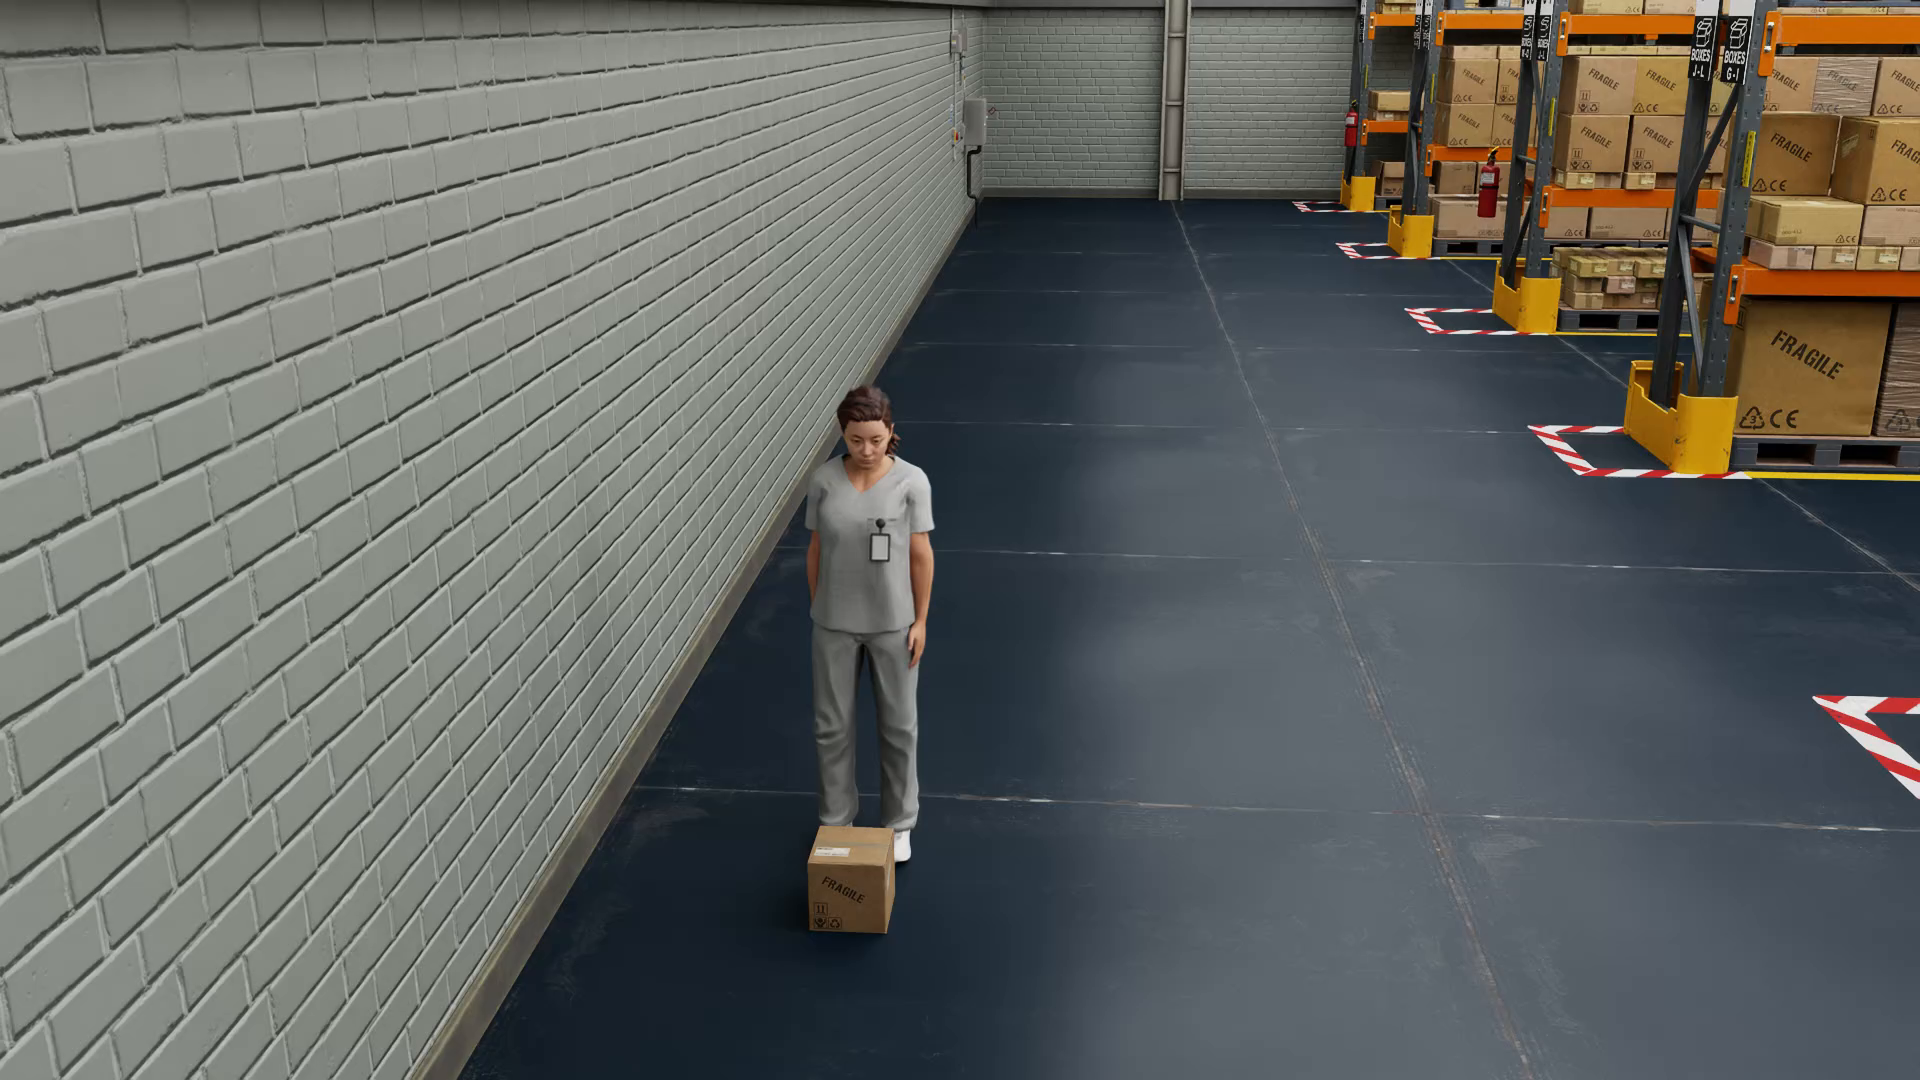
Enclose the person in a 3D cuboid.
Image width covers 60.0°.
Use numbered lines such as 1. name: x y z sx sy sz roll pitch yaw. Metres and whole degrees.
1. person: -0.305 0.285 5.671 0.443 1.670 0.361 2 18 5
